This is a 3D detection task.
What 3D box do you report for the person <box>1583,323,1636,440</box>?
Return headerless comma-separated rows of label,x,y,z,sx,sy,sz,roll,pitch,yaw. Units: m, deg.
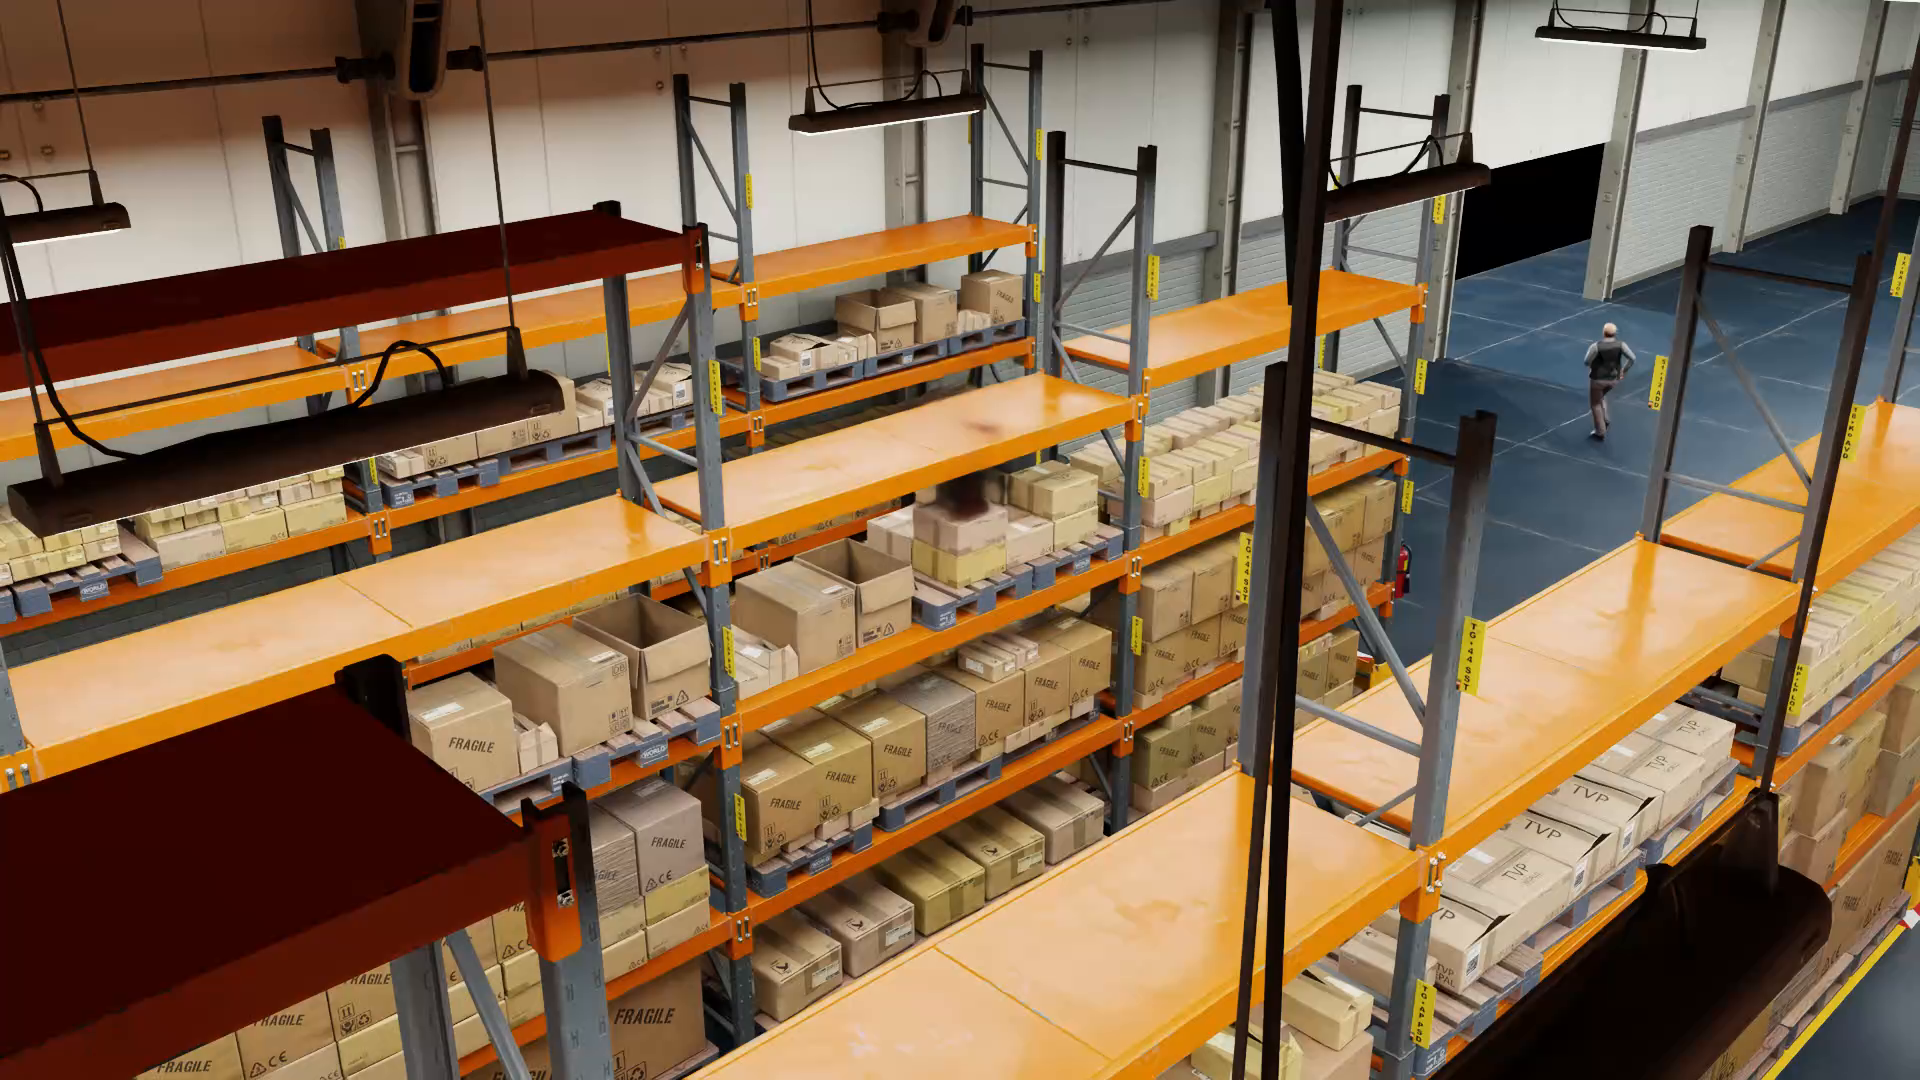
person,9.381,-2.349,24.288,0.644,1.699,0.642,-3,23,-8
